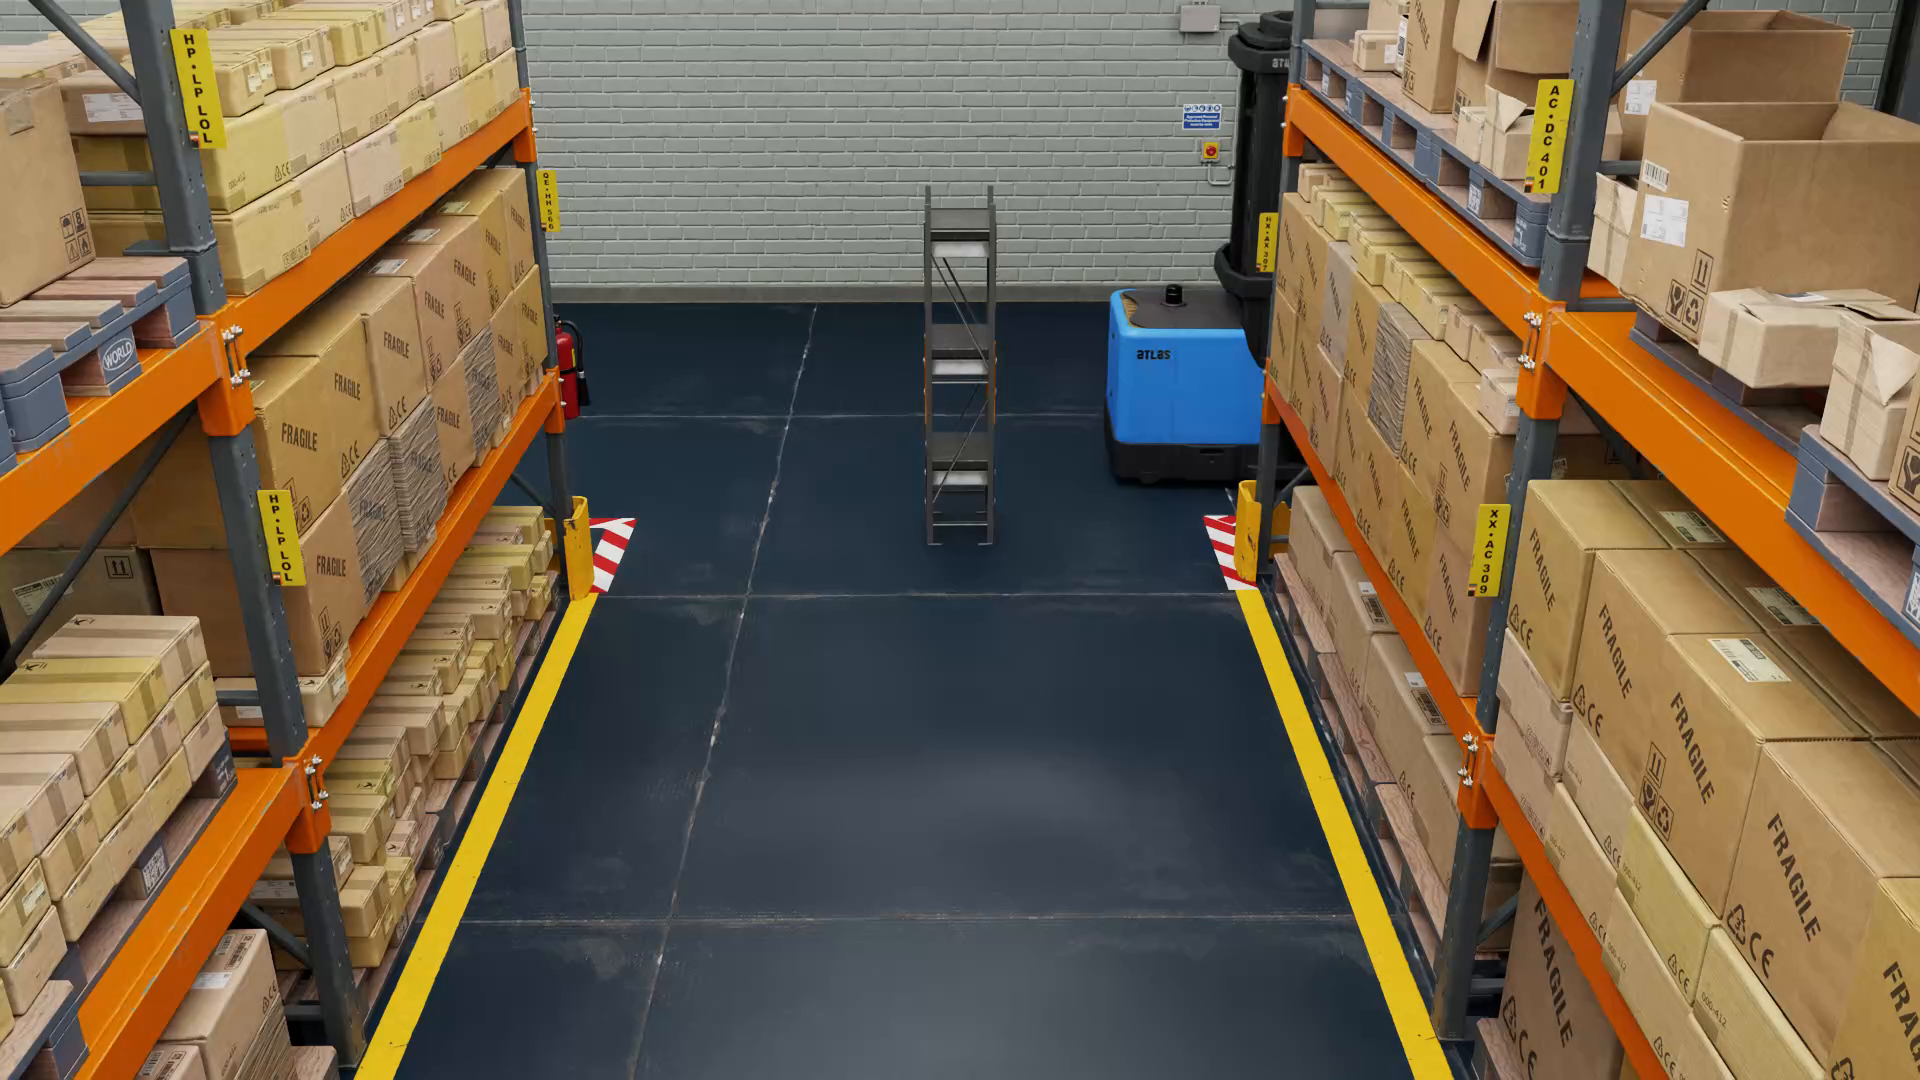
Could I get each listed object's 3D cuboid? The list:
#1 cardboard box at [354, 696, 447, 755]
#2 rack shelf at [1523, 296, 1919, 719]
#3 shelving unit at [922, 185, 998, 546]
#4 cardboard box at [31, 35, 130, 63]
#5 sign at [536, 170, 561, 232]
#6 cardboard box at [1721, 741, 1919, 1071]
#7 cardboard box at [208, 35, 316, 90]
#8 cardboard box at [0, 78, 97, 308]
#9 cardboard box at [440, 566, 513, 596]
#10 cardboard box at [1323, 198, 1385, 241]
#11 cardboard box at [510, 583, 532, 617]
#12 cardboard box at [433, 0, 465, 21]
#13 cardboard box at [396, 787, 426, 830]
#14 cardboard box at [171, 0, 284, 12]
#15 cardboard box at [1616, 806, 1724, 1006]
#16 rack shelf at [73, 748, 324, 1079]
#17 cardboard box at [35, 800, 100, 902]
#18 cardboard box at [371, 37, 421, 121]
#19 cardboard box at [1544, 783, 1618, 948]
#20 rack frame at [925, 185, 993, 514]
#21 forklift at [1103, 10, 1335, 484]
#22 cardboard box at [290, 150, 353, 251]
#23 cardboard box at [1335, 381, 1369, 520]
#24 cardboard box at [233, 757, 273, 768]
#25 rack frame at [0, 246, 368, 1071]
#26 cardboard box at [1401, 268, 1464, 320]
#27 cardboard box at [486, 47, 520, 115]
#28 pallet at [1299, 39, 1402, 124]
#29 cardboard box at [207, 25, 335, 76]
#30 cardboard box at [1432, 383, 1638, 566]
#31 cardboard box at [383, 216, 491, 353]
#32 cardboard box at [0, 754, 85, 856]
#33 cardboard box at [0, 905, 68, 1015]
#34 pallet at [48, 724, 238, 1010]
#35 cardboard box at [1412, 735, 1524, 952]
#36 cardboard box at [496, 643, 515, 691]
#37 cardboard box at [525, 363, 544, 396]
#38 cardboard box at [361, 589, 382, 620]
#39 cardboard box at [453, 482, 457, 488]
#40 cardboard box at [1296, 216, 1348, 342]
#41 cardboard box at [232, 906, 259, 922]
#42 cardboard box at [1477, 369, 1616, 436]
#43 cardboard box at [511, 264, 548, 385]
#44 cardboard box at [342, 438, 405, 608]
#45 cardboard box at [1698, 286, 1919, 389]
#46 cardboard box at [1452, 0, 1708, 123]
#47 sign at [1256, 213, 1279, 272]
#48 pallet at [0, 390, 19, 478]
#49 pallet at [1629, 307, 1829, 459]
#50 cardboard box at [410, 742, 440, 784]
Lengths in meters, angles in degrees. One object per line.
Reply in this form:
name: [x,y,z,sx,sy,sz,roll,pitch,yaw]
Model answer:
cardboard box: [-2.420,0.790,7.091,0.380,0.149,0.250,0,24,1]
rack shelf: [2.289,0.248,3.294,1.077,0.370,4.000,0,24,-1]
shelving unit: [-0.002,-1.025,9.968,0.431,2.100,0.503,0,24,-1]
cardboard box: [-2.901,-1.627,5.658,0.380,0.149,0.250,1,24,1]
sign: [-2.170,-1.787,8.773,0.100,0.325,0.005,0,24,-1]
cardboard box: [2.033,0.774,3.565,0.500,0.500,0.500,-1,24,-1]
cardboard box: [-2.429,-1.625,5.654,0.380,0.149,0.250,-1,24,-2]
cardboard box: [-2.787,-0.920,4.373,0.700,0.500,0.500,0,24,0]
cardboard box: [-2.451,0.249,8.287,0.380,0.149,0.250,-1,24,-3]
cardboard box: [1.934,-1.511,7.829,0.380,0.149,0.250,-1,24,-2]
cardboard box: [-2.426,0.281,8.578,0.380,0.149,0.250,-1,24,-3]
cardboard box: [-2.408,-2.377,7.318,0.380,0.149,0.250,0,24,0]
cardboard box: [-2.474,1.167,6.980,0.380,0.149,0.250,-1,24,-2]
cardboard box: [-3.016,-2.162,6.843,0.380,0.149,0.250,0,24,1]
cardboard box: [2.003,0.909,4.176,0.500,0.250,0.500,0,24,0]
rack shelf: [-2.659,1.679,3.771,1.077,0.370,4.000,0,24,-1]
cardboard box: [-2.468,0.801,4.273,0.380,0.149,0.250,-1,24,-2]
cardboard box: [-2.462,-1.829,6.590,0.500,0.250,0.500,-1,24,-3]
cardboard box: [2.015,0.927,4.742,0.500,0.250,0.500,-1,24,-2]
rack frame: [-0.004,-1.125,10.190,0.400,2.100,0.015,0,24,-1]
forklift: [2.531,-1.888,10.869,3.031,2.935,1.130,0,24,1]
cardboard box: [-2.437,-1.170,5.739,0.500,0.250,0.500,-1,24,-1]
cardboard box: [1.985,-0.407,7.389,0.500,0.500,0.500,1,24,1]
cardboard box: [-2.923,0.903,6.841,0.380,0.149,0.250,1,24,1]
rack frame: [-2.681,0.527,5.445,1.000,3.000,0.127,0,24,-1]
cardboard box: [1.995,-0.986,6.669,0.380,0.149,0.250,-1,24,-2]
cardboard box: [-2.455,-2.234,8.090,0.500,0.250,0.500,-1,24,-2]
pallet: [2.242,-2.206,7.955,1.003,0.211,1.213,0,24,-1]
cardboard box: [-2.452,-1.731,5.889,0.380,0.149,0.250,-1,24,-2]
cardboard box: [1.986,-0.231,5.787,0.500,0.500,0.500,0,24,-1]
cardboard box: [-2.451,-1.148,7.452,0.500,0.500,0.500,1,24,2]
cardboard box: [-2.474,0.669,4.204,0.380,0.149,0.250,0,24,-1]
cardboard box: [-2.464,1.040,4.105,0.380,0.149,0.250,-1,24,-3]
pallet: [-2.818,0.930,4.787,1.003,0.211,1.213,0,24,-1]
cardboard box: [2.368,1.180,6.601,0.875,0.438,0.875,-1,24,-1]
cardboard box: [-2.409,0.623,8.181,0.380,0.149,0.250,-1,24,-3]
cardboard box: [-2.439,-0.874,8.847,0.380,0.149,0.250,0,24,0]
cardboard box: [-2.487,0.195,6.483,0.380,0.149,0.250,-1,24,-3]
cardboard box: [-2.513,-0.343,7.672,0.380,0.149,0.250,-1,24,-3]
cardboard box: [1.957,-1.274,8.093,0.500,0.500,0.500,-1,24,-2]
cardboard box: [-2.945,1.367,6.537,0.380,0.149,0.250,0,24,1]
cardboard box: [1.946,-0.459,5.503,0.380,0.149,0.250,-1,24,-2]
cardboard box: [-2.463,-1.118,8.601,0.500,0.500,0.500,0,24,1]
cardboard box: [-2.447,-0.063,6.268,0.500,0.500,0.500,0,24,-1]
cardboard box: [1.931,-0.466,3.773,0.380,0.166,0.250,-2,24,-4]
cardboard box: [2.220,-1.743,6.068,0.797,0.503,0.637,2,24,4]
sign: [1.669,-1.616,9.036,0.100,0.325,0.005,0,24,-1]
pallet: [-2.767,-0.072,3.357,1.213,0.211,1.003,0,24,-1]
pallet: [2.327,-0.439,4.173,0.805,0.209,1.217,-1,24,-3]
cardboard box: [-2.476,0.919,7.166,0.380,0.149,0.250,1,24,2]
